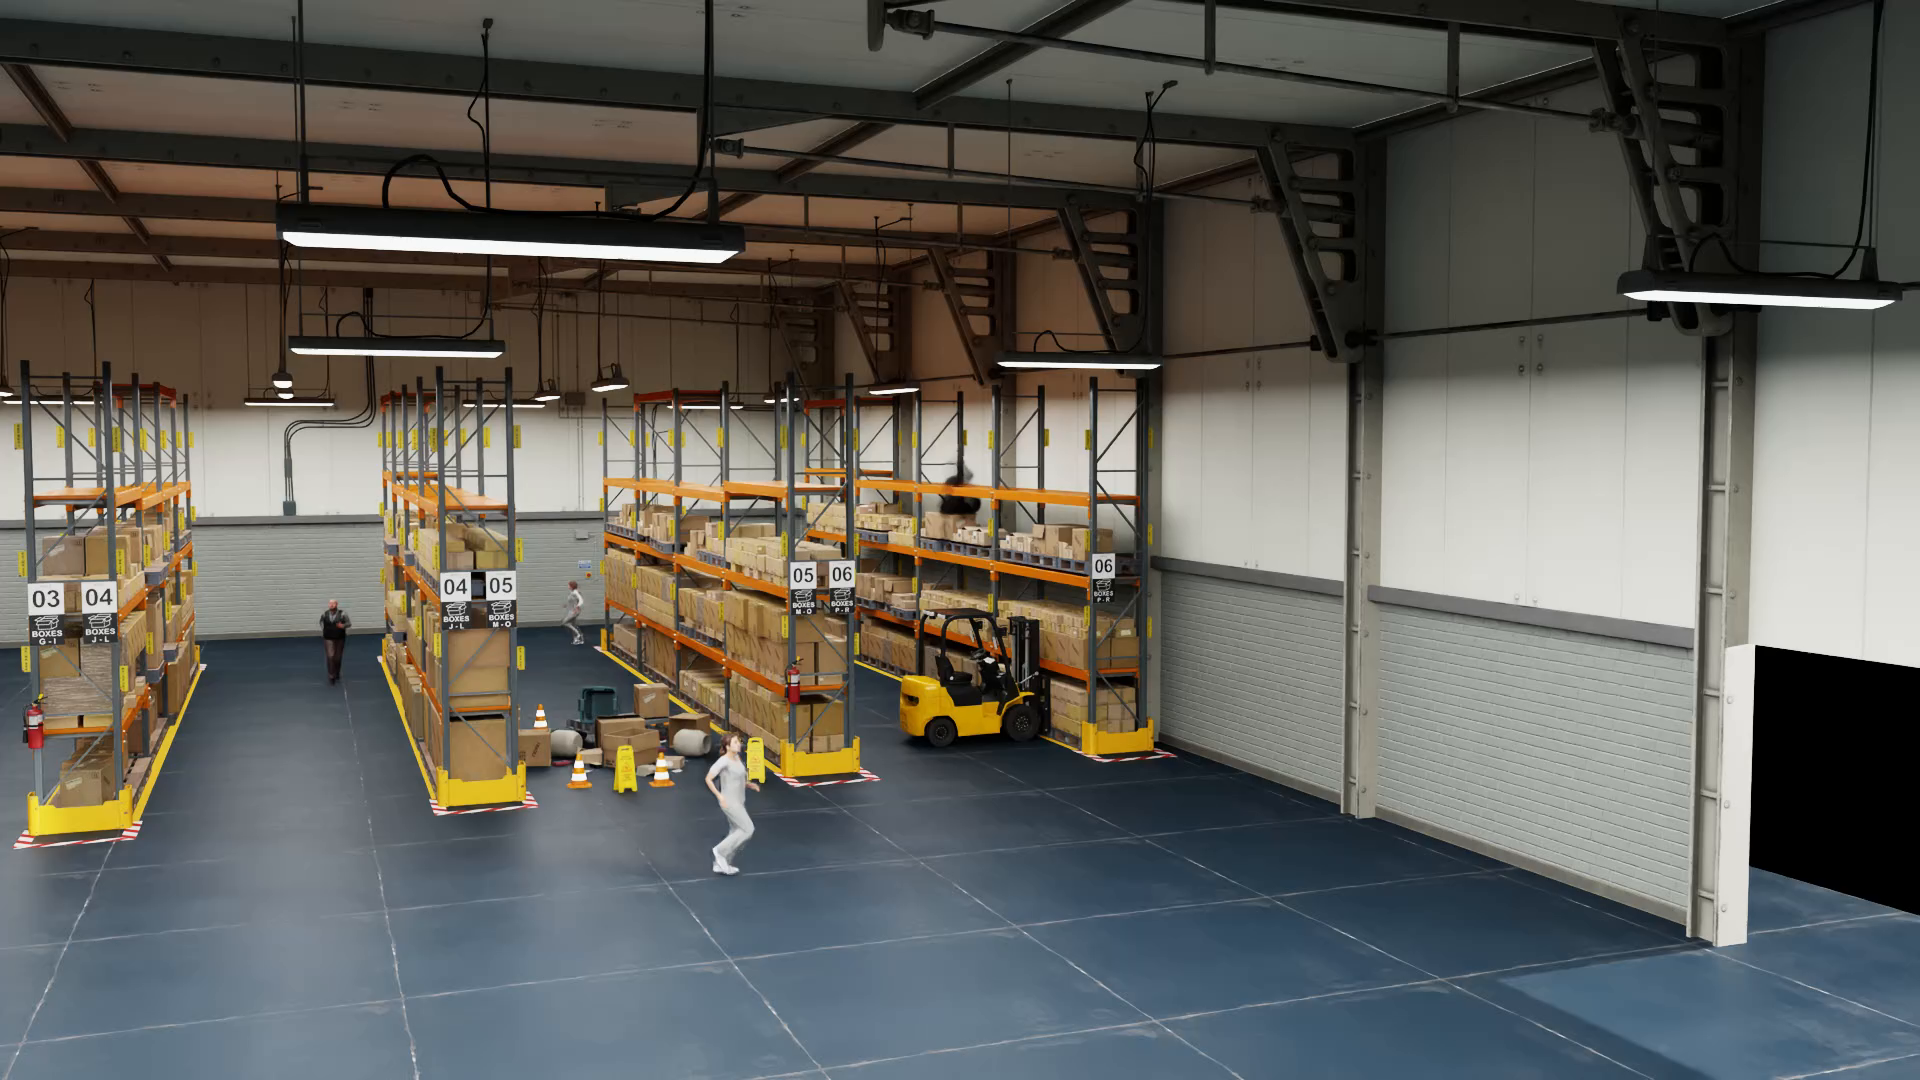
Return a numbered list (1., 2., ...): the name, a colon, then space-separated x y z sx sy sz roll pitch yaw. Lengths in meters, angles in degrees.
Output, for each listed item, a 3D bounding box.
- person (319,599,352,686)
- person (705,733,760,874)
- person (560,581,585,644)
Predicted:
1. person: -12.843 2.087 34.223 0.636 1.762 0.858 -1 4 -19
2. person: -2.579 3.028 19.090 0.580 1.631 0.552 1 4 16
3. person: -9.461 1.779 40.573 0.580 1.563 0.573 -1 4 -13
